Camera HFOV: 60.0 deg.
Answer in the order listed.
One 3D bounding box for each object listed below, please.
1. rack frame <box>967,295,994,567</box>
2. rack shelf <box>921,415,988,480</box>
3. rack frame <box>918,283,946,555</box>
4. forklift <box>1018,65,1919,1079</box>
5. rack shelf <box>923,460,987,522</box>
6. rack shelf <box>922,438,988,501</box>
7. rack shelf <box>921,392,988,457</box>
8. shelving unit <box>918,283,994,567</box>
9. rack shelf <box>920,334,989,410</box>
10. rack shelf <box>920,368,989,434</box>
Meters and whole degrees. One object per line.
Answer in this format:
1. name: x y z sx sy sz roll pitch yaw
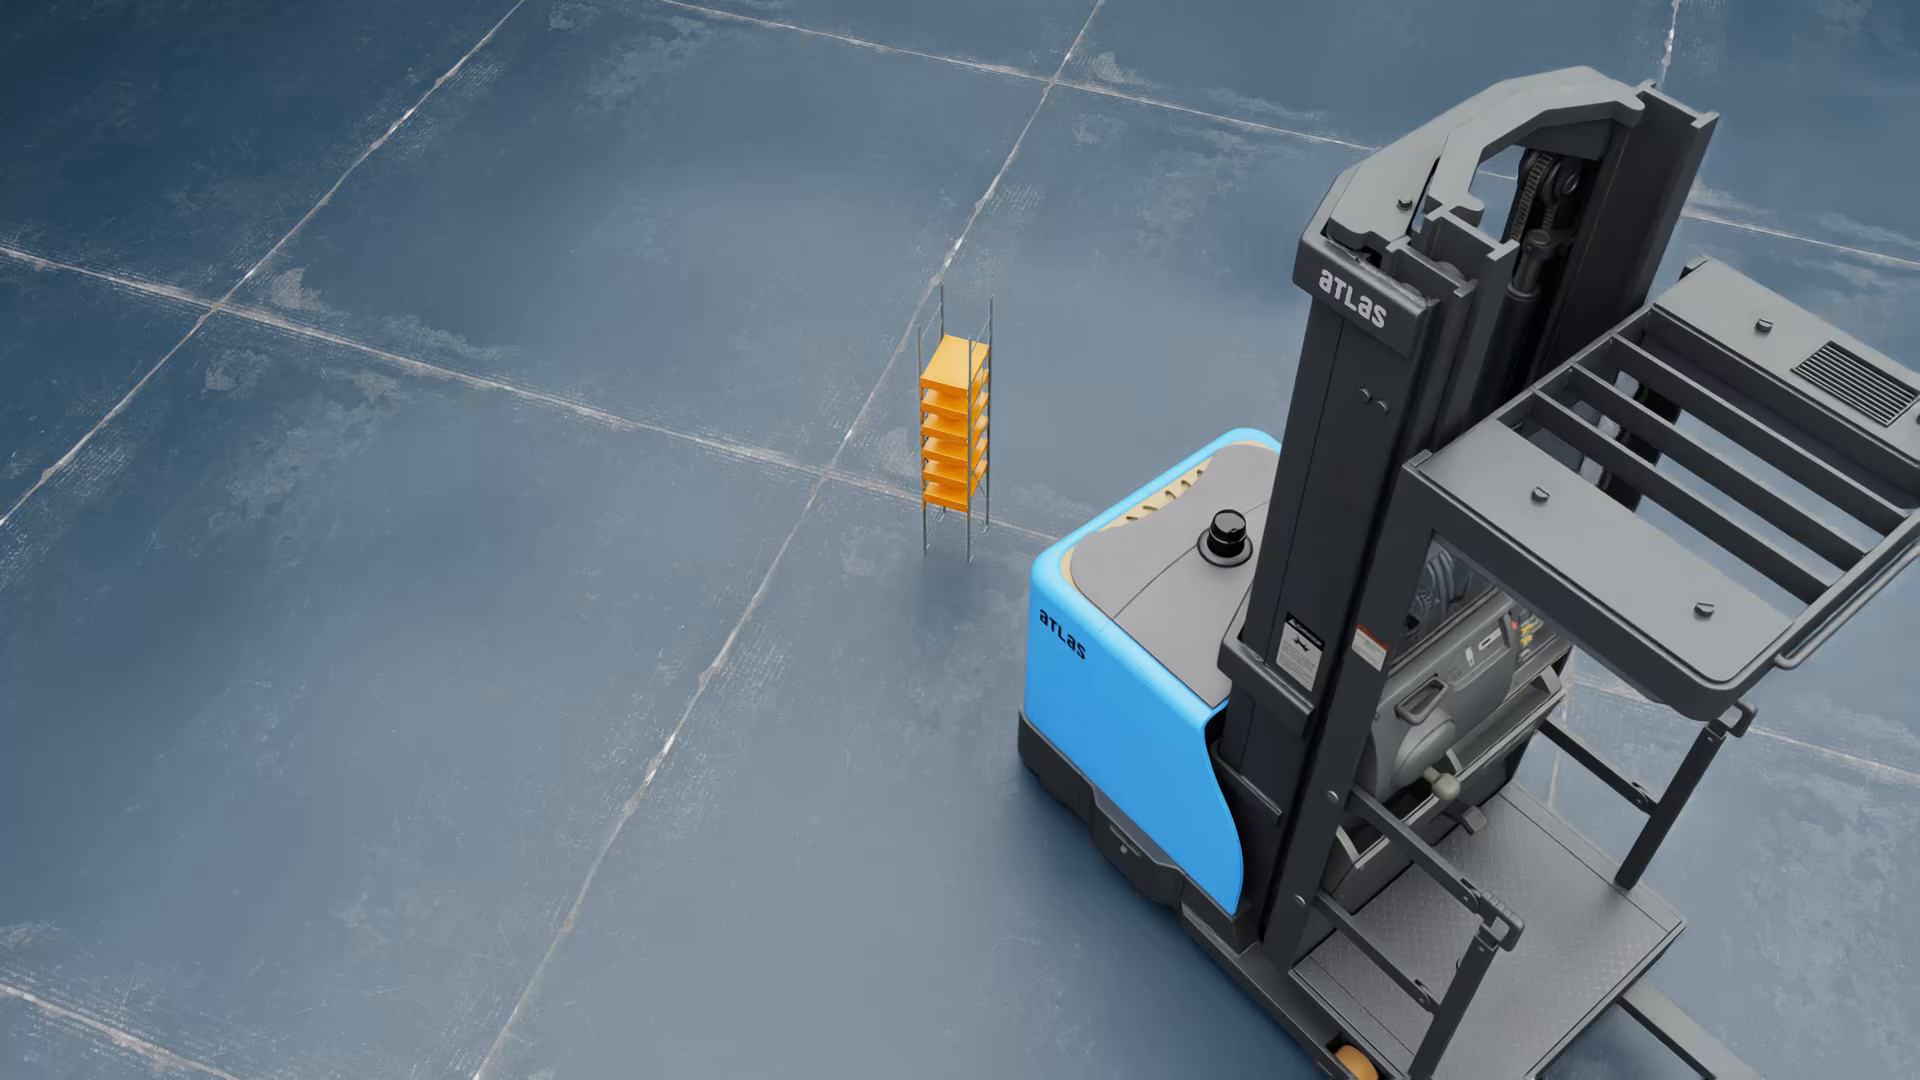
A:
1. rack frame: 0.072 -0.373 6.146 0.006 1.200 0.240 16 51 13
2. rack shelf: -0.014 -0.368 6.200 0.180 0.103 0.258 16 51 13
3. rack frame: -0.099 -0.421 6.187 0.006 1.200 0.240 16 51 13
4. forklift: 1.531 0.434 4.301 1.130 2.935 3.031 -32 56 -25
5. rack shelf: -0.014 -0.210 6.381 0.180 0.103 0.258 16 51 13
6. rack shelf: -0.014 -0.289 6.291 0.180 0.103 0.258 16 51 13
7. rack shelf: -0.014 -0.446 6.109 0.180 0.103 0.258 16 51 13
8. shelving unit: -0.014 -0.397 6.166 0.189 1.200 0.258 16 51 13
9. rack shelf: -0.014 -0.603 5.928 0.180 0.103 0.258 16 51 13
10. rack shelf: -0.014 -0.525 6.019 0.180 0.103 0.258 16 51 13
